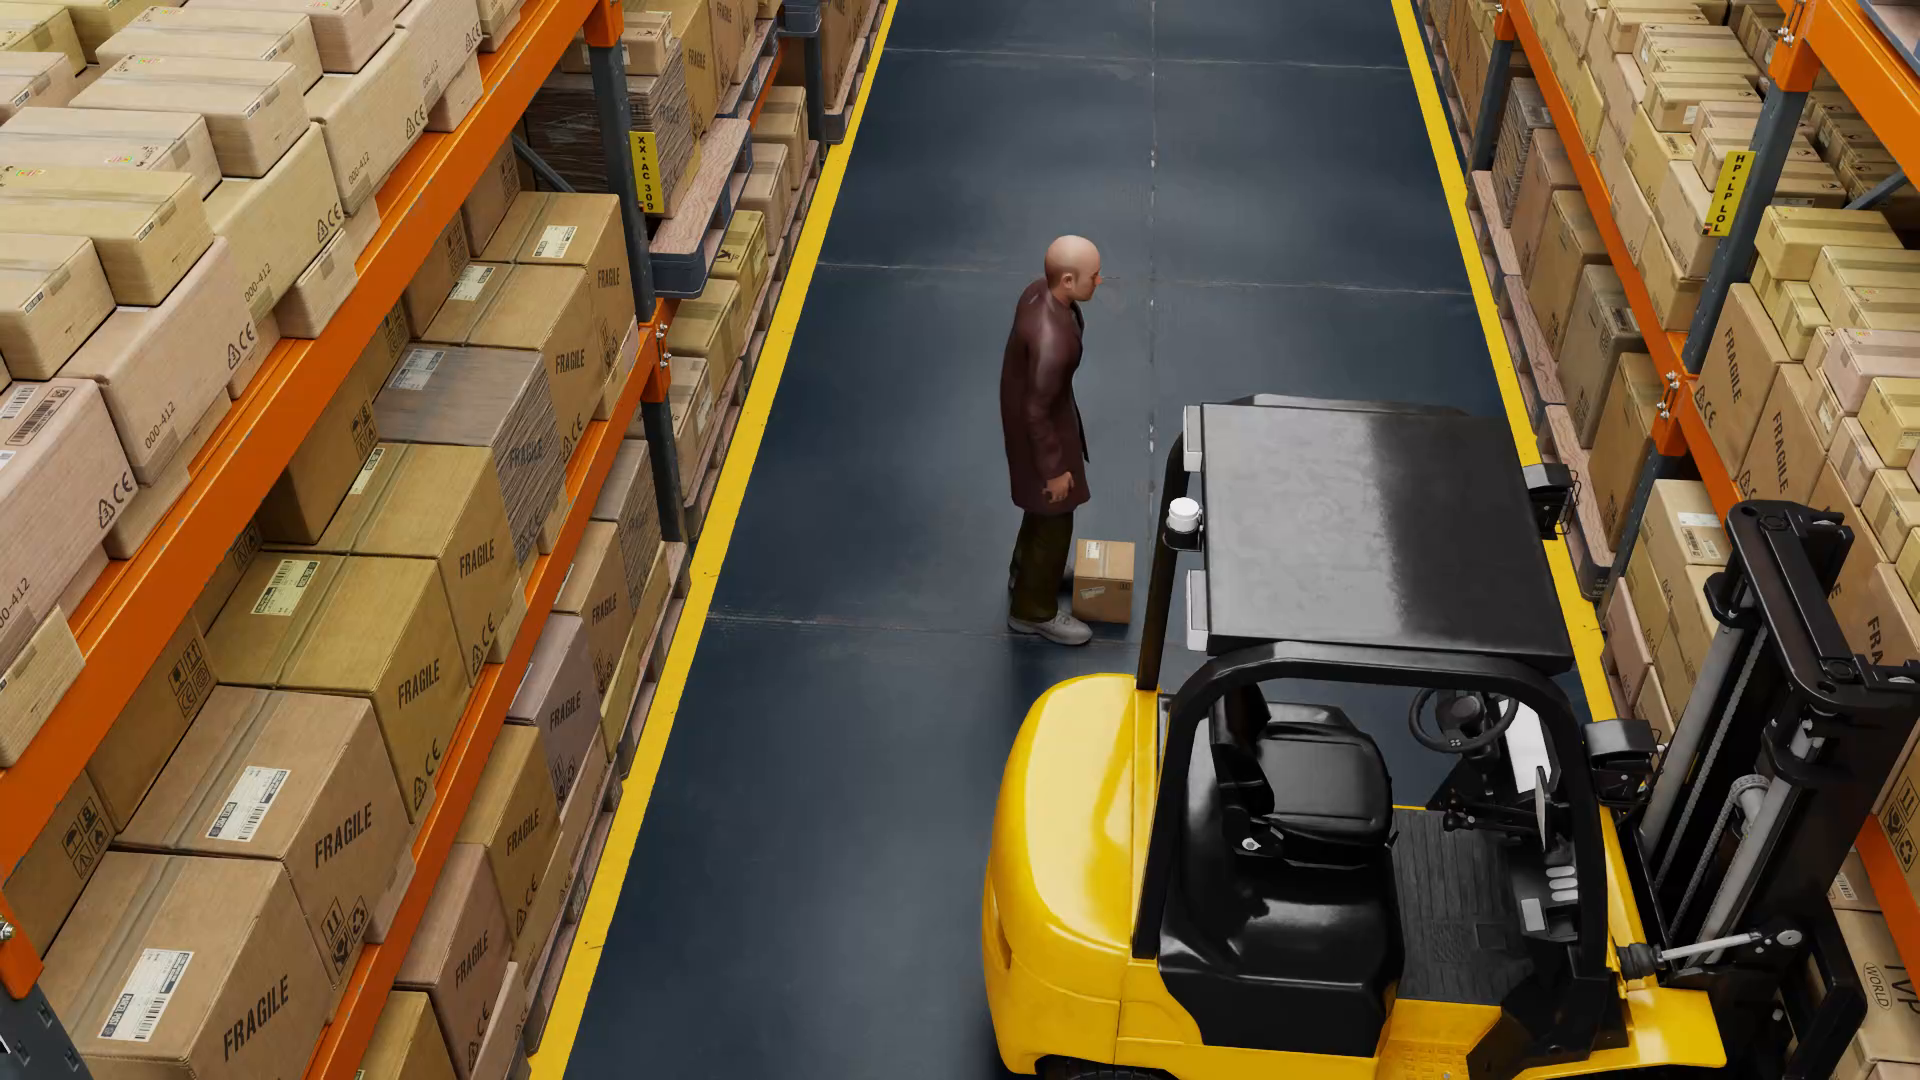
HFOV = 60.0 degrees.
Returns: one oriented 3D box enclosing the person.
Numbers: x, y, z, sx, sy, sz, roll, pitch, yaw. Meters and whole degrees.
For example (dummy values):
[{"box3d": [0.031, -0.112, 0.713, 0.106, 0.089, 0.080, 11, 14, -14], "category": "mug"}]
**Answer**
[{"box3d": [0.369, -0.417, 6.672, 0.426, 1.774, 0.644, 3, 40, 4], "category": "person"}]
